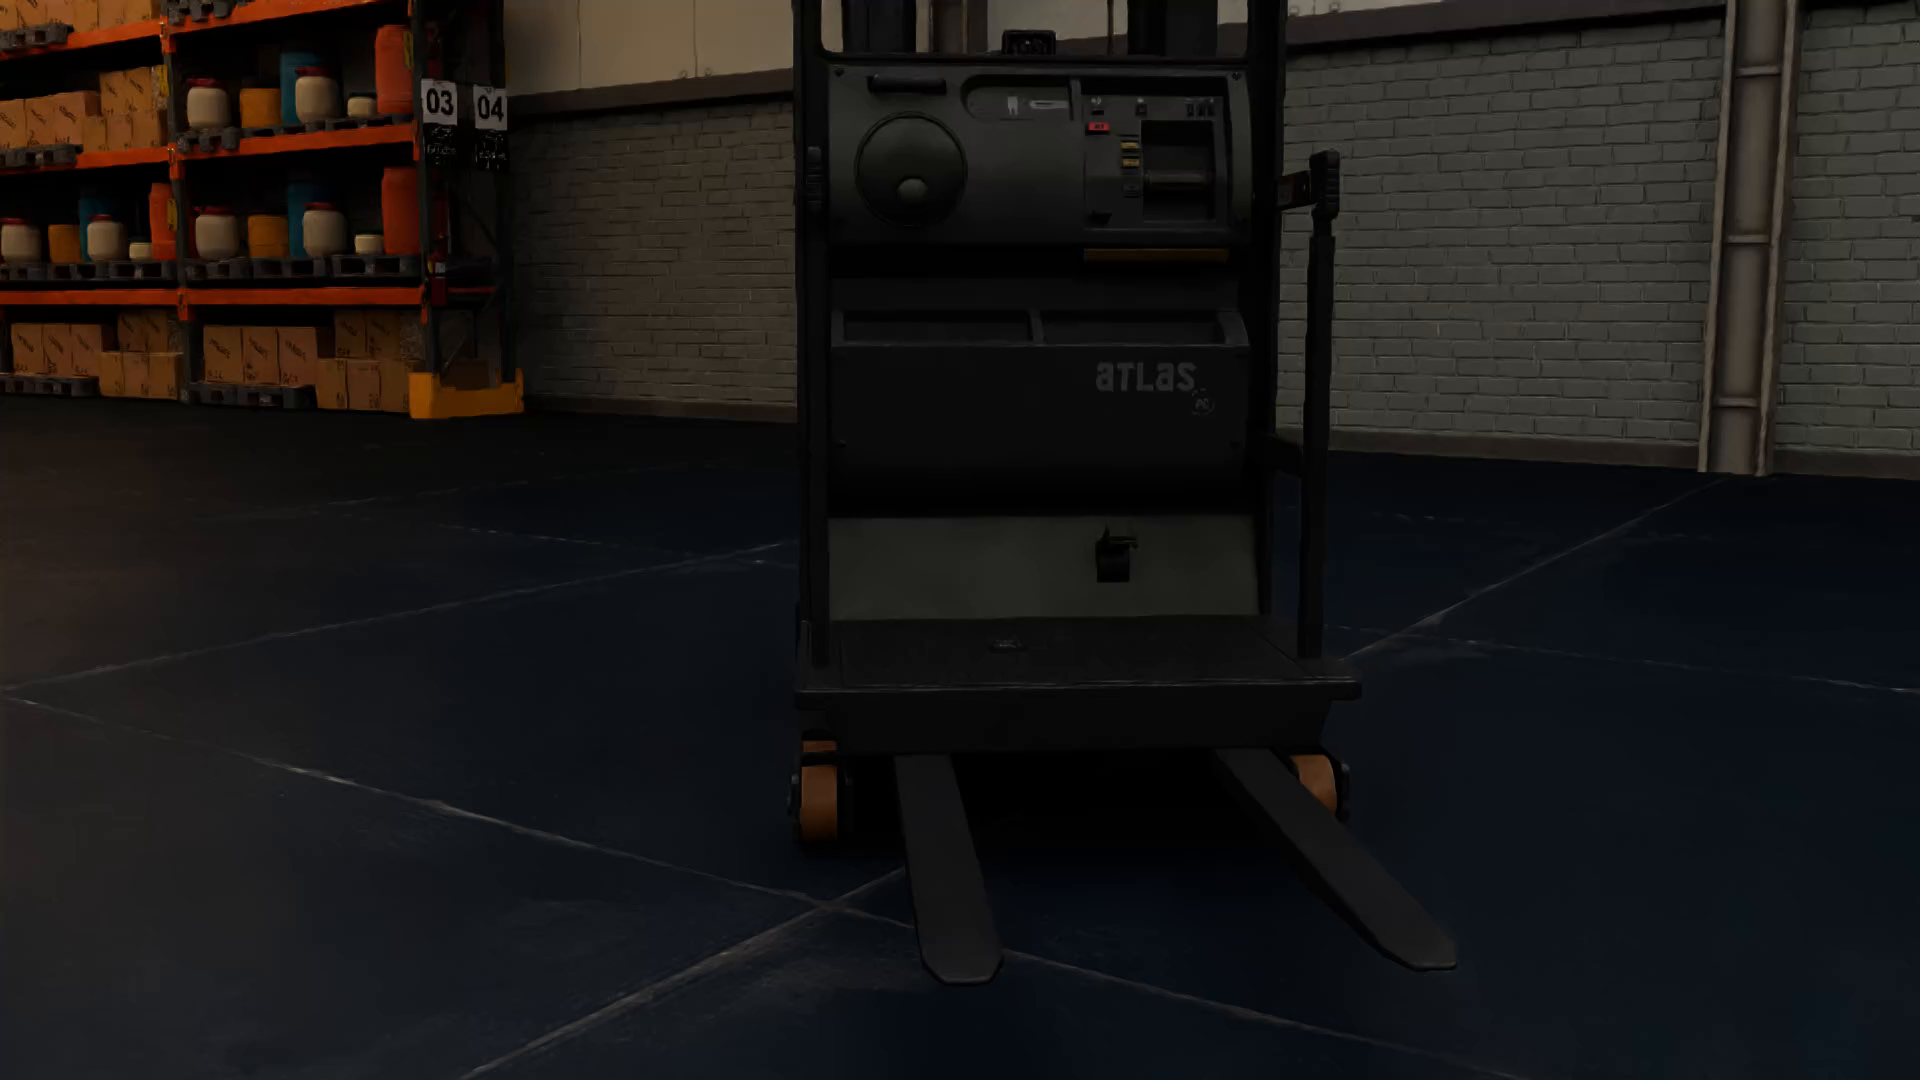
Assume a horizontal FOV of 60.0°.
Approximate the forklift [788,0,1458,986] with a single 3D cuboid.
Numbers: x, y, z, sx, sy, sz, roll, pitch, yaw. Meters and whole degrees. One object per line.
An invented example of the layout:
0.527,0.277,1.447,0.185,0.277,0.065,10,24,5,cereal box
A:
0.195,-0.889,3.444,1.130,2.935,3.031,-1,8,-4,forklift
